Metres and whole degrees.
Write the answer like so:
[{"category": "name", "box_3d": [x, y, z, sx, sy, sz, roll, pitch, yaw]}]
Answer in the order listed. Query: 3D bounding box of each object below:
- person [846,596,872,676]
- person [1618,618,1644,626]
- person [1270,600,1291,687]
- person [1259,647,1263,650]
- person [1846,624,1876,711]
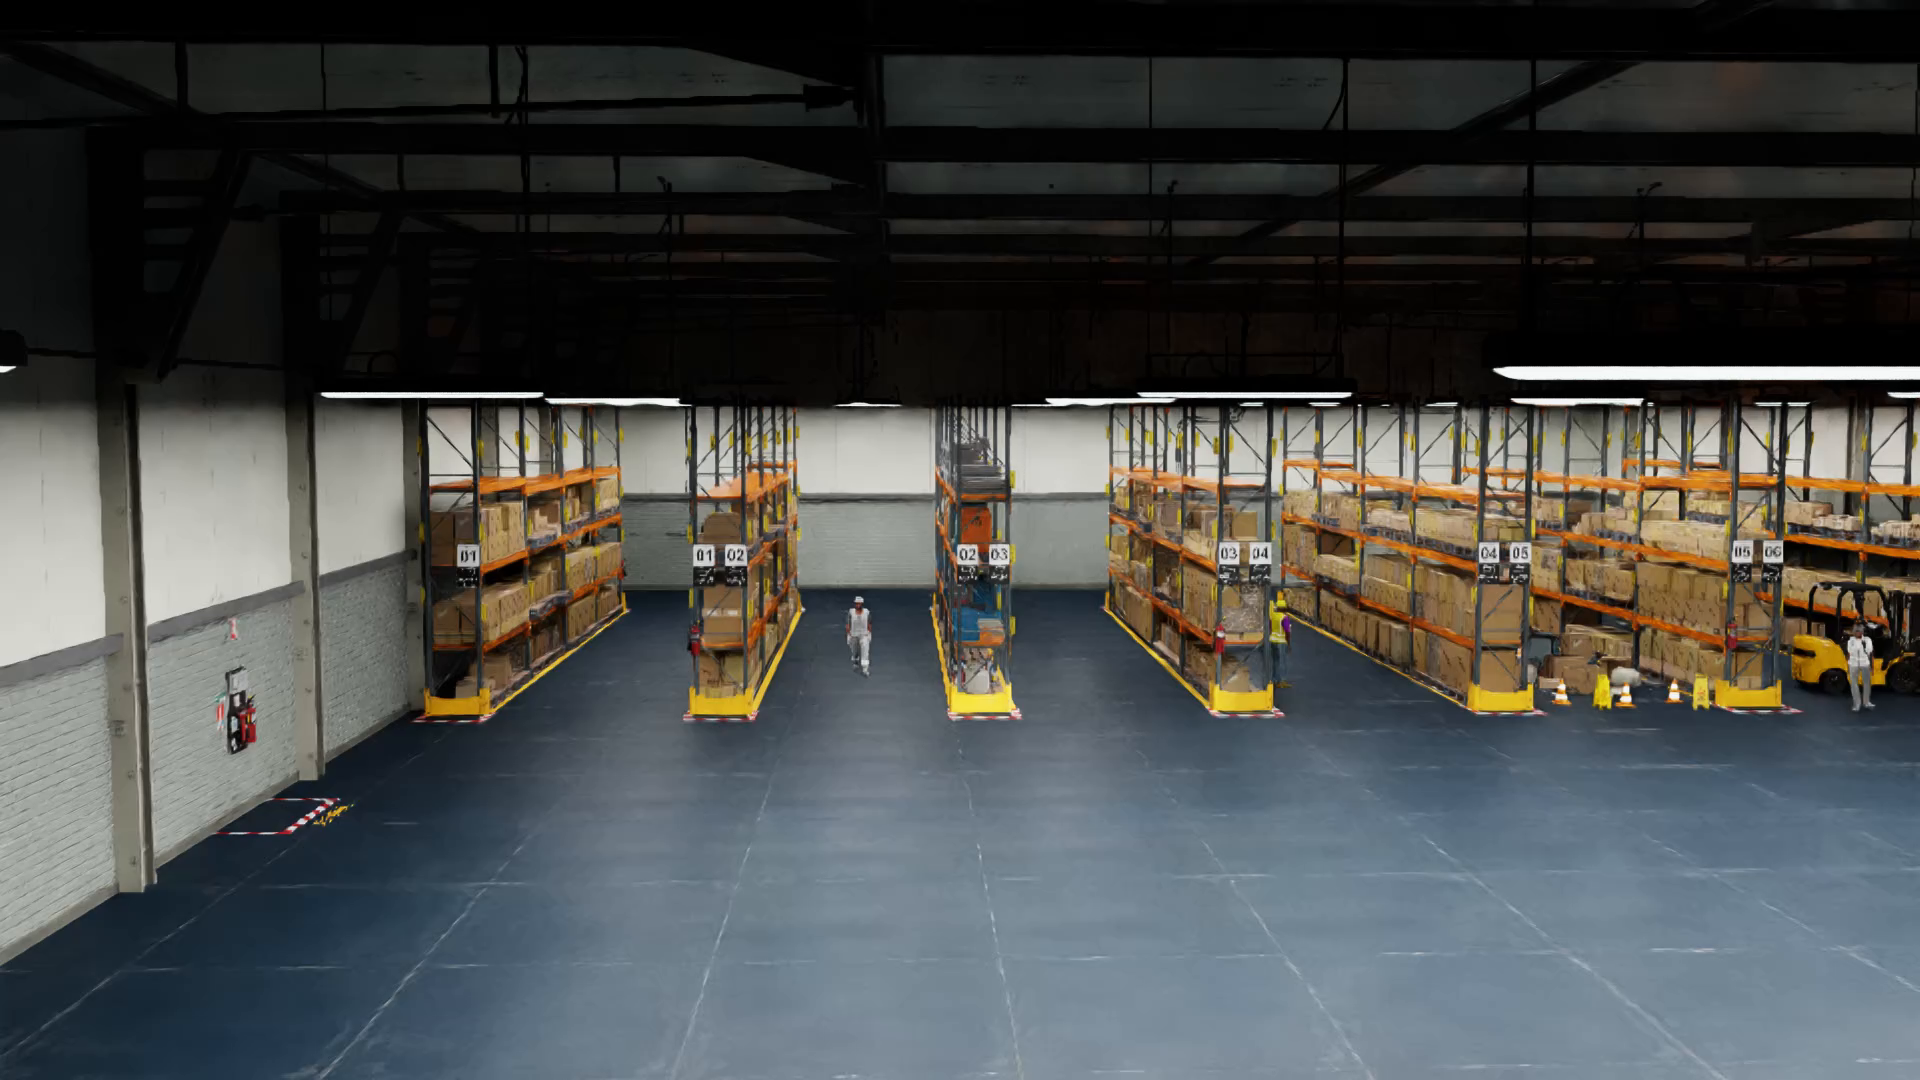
[{"category": "person", "box_3d": [-2.170, 2.043, 35.739, 0.556, 1.709, 1.127, 0, 5, -5]}, {"category": "person", "box_3d": [17.718, 1.369, 43.842, 0.641, 1.772, 0.691, 1, 5, 18]}, {"category": "person", "box_3d": [6.652, 2.121, 34.372, 0.464, 1.763, 0.645, -2, 5, -27]}, {"category": "person", "box_3d": [6.980, 1.790, 39.559, 0.497, 1.586, 1.075, 0, 5, -5]}, {"category": "person", "box_3d": [17.193, 2.406, 31.708, 0.514, 1.661, 0.554, 3, 5, 35]}]
